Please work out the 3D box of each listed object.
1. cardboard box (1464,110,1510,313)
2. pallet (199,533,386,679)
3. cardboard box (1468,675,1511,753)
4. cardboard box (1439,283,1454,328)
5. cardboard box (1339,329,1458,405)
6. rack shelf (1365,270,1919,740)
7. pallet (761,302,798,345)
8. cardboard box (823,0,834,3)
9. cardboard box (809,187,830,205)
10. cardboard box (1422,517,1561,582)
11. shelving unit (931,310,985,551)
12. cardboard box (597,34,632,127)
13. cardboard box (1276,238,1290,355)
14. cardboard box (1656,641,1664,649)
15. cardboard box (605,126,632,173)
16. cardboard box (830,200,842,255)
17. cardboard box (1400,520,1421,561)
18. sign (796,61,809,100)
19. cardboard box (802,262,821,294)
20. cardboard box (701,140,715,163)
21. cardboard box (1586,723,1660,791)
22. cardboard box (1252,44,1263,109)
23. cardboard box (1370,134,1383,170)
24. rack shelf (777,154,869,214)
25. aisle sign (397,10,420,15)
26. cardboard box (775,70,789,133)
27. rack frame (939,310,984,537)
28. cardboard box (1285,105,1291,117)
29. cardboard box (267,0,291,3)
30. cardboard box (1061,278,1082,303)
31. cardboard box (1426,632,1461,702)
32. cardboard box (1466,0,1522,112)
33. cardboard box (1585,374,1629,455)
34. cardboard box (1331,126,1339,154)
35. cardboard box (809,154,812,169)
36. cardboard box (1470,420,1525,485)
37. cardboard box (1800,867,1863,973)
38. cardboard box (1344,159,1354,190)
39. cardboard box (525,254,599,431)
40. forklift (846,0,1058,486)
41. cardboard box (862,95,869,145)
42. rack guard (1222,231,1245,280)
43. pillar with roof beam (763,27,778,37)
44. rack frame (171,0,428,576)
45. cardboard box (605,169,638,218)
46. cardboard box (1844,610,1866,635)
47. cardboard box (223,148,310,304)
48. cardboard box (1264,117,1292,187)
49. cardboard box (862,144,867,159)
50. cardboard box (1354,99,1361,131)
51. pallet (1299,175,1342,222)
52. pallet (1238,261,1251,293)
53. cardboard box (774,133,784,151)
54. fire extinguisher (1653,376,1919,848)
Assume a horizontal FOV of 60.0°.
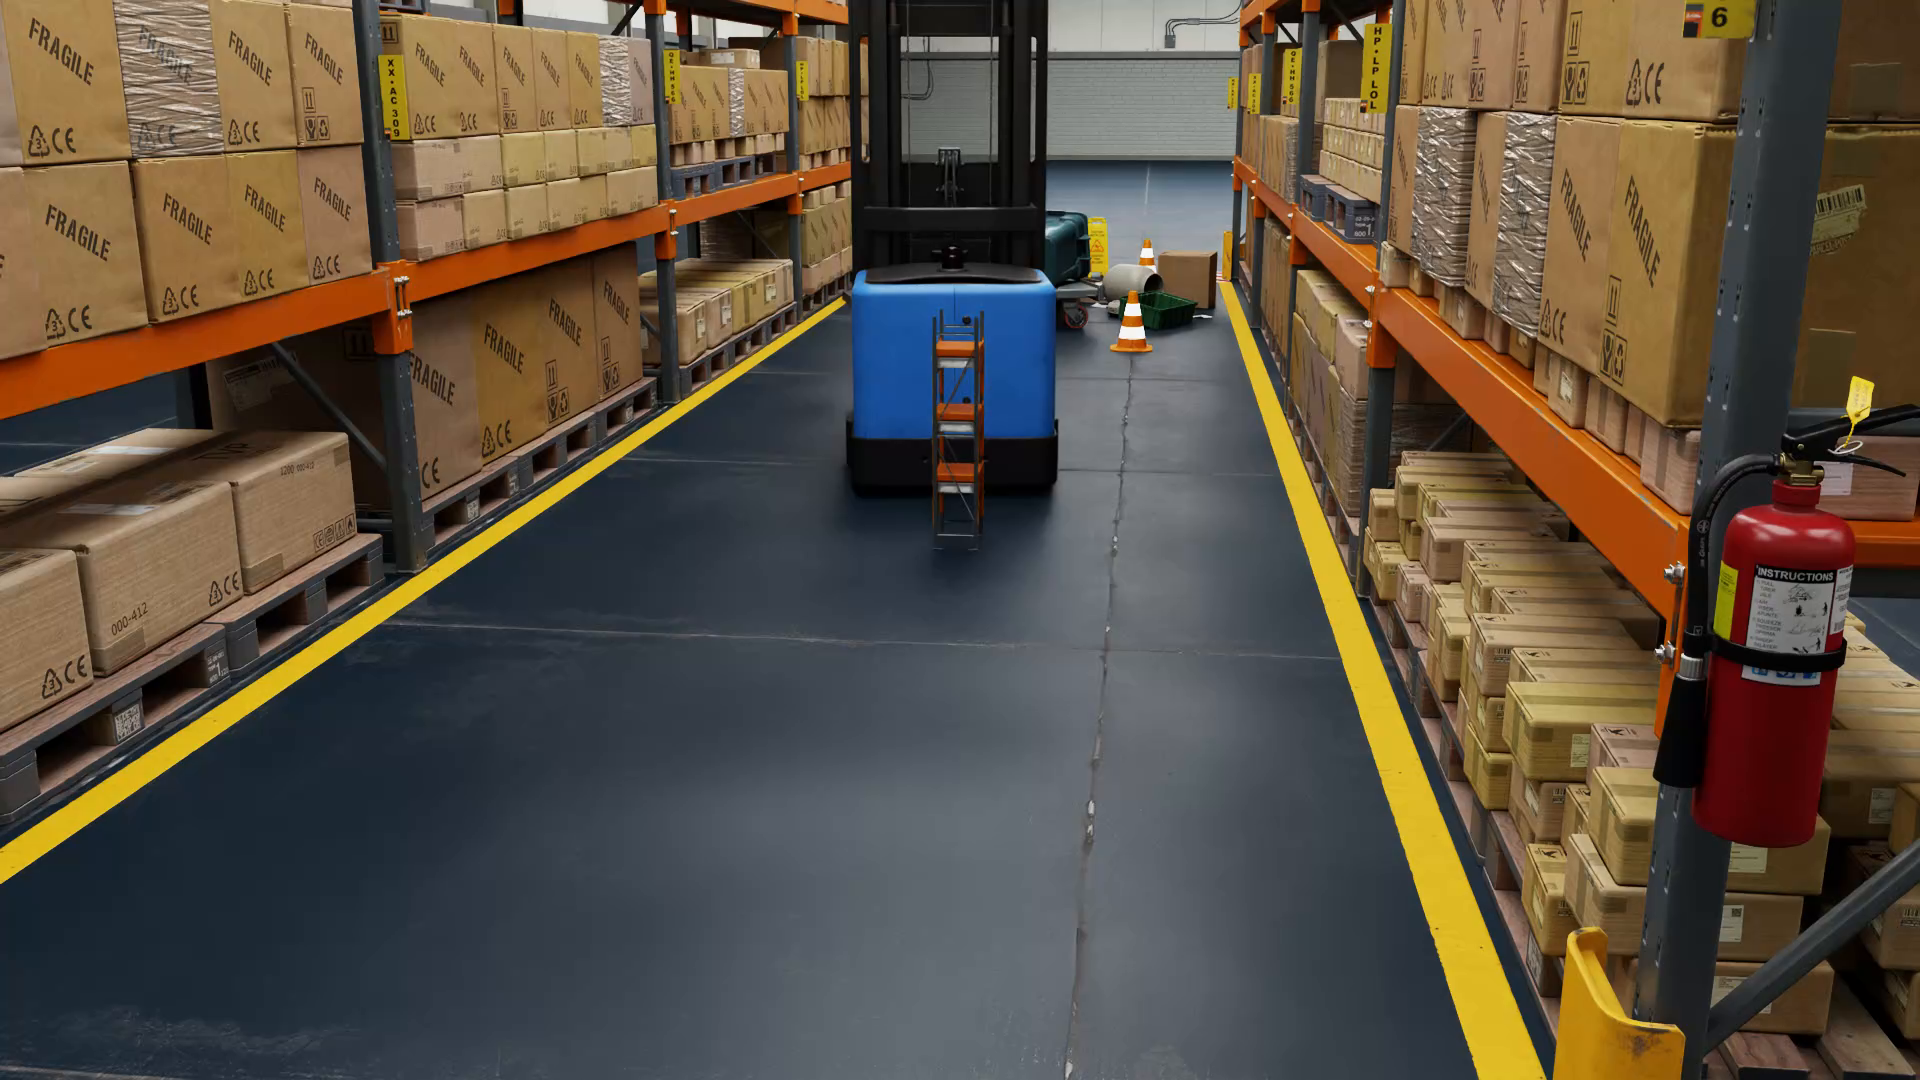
[{"bbox_3d":[1.643,-0.877,4.398,0.500,0.500,0.500,2,15,9],"label":"cardboard box"},{"bbox_3d":[-2.972,0.217,6.454,1.003,0.211,1.213,2,15,6],"label":"pallet"},{"bbox_3d":[1.549,0.448,4.345,0.380,0.149,0.250,2,15,7],"label":"cardboard box"},{"bbox_3d":[1.701,-0.745,5.154,0.380,0.149,0.250,2,15,7],"label":"cardboard box"},{"bbox_3d":[1.954,-0.763,7.285,0.500,0.250,0.500,1,15,5],"label":"cardboard box"},{"bbox_3d":[1.896,-0.338,4.545,1.077,0.370,4.000,2,15,6],"label":"rack shelf"},{"bbox_3d":[-1.992,-1.851,14.102,1.003,0.211,1.213,2,15,6],"label":"pallet"},{"bbox_3d":[-1.394,-5.131,15.625,0.380,0.149,0.250,1,15,5],"label":"cardboard box"},{"bbox_3d":[-1.441,-3.258,15.749,0.380,0.149,0.250,2,15,8],"label":"cardboard box"},{"bbox_3d":[1.691,0.034,5.307,0.380,0.149,0.250,2,15,7],"label":"cardboard box"},{"bbox_3d":[-0.006,-0.493,7.474,0.215,1.050,0.252,2,15,6],"label":"shelving unit"},{"bbox_3d":[-2.205,-2.617,9.487,0.500,0.500,0.500,2,15,7],"label":"cardboard box"},{"bbox_3d":[2.826,-1.741,11.858,1.050,0.750,0.750,2,15,7],"label":"cardboard box"},{"bbox_3d":[2.073,0.393,4.550,0.380,0.149,0.250,2,15,9],"label":"cardboard box"},{"bbox_3d":[-2.213,-2.264,9.618,0.500,0.250,0.500,1,15,5],"label":"cardboard box"},{"bbox_3d":[-1.462,-3.055,16.239,0.500,0.500,0.500,3,15,9],"label":"cardboard box"},{"bbox_3d":[1.823,-0.021,6.082,0.380,0.149,0.250,2,15,7],"label":"cardboard box"},{"bbox_3d":[-1.354,-3.942,14.276,0.100,0.325,0.005,2,15,6],"label":"sign"},{"bbox_3d":[-1.571,-2.419,15.325,0.500,0.250,0.500,1,15,4],"label":"cardboard box"},{"bbox_3d":[-1.942,-2.734,11.704,0.380,0.149,0.250,2,15,7],"label":"cardboard box"},{"bbox_3d":[1.563,0.511,3.542,0.380,0.149,0.250,2,15,7],"label":"cardboard box"},{"bbox_3d":[3.047,-4.114,14.772,0.875,0.550,0.550,2,15,6],"label":"cardboard box"},{"bbox_3d":[2.056,-1.742,7.465,0.380,0.149,0.250,1,15,4],"label":"cardboard box"},{"bbox_3d":[-1.680,-3.570,16.497,1.077,0.370,4.000,2,15,6],"label":"rack shelf"},{"bbox_3d":[-6.087,-5.845,18.550,0.394,0.787,0.004,2,15,6],"label":"aisle sign"},{"bbox_3d":[-1.730,-3.667,13.910,0.500,0.500,0.500,1,15,5],"label":"cardboard box"},{"bbox_3d":[0.008,-0.525,7.591,0.200,1.050,0.008,2,15,6],"label":"rack frame"},{"bbox_3d":[2.918,-3.548,12.928,0.700,0.500,0.500,1,15,5],"label":"cardboard box"},{"bbox_3d":[-2.665,-2.013,6.012,0.380,0.149,0.250,2,15,8],"label":"cardboard box"},{"bbox_3d":[0.766,-2.524,15.771,0.797,0.637,0.503,2,15,6],"label":"cardboard box"},{"bbox_3d":[1.655,0.392,5.123,0.380,0.149,0.250,1,15,5],"label":"cardboard box"},{"bbox_3d":[1.638,-1.371,4.309,0.500,0.500,0.500,1,15,4],"label":"cardboard box"},{"bbox_3d":[1.505,-0.267,3.385,0.380,0.149,0.250,2,15,6],"label":"cardboard box"},{"bbox_3d":[2.263,-2.208,9.186,0.380,0.149,0.250,1,15,5],"label":"cardboard box"},{"bbox_3d":[-1.575,-3.487,15.291,0.380,0.149,0.250,2,15,6],"label":"cardboard box"},{"bbox_3d":[2.468,-0.384,7.320,0.500,0.500,0.500,2,15,8],"label":"cardboard box"},{"bbox_3d":[1.995,0.810,3.577,0.380,0.149,0.250,2,15,6],"label":"cardboard box"},{"bbox_3d":[2.174,-1.869,8.505,0.380,0.149,0.250,2,15,7],"label":"cardboard box"},{"bbox_3d":[-2.622,-1.130,9.362,0.875,0.875,0.875,2,15,7],"label":"cardboard box"},{"bbox_3d":[-0.073,-2.019,9.513,1.130,2.935,3.031,0,15,-2],"label":"forklift"},{"bbox_3d":[-1.242,-4.479,17.719,0.500,0.500,0.500,1,15,5],"label":"cardboard box"},{"bbox_3d":[3.478,-3.116,18.228,1.175,0.500,0.348,2,15,6],"label":"rack guard"},{"bbox_3d":[-0.375,-13.421,40.057,9.100,9.000,0.400,2,15,6],"label":"pillar with roof beam"},{"bbox_3d":[-2.808,-1.324,6.811,1.000,3.000,0.127,2,15,6],"label":"rack frame"},{"bbox_3d":[-2.198,-2.017,9.662,0.500,0.250,0.500,2,15,7],"label":"cardboard box"},{"bbox_3d":[2.196,0.252,4.502,0.380,0.149,0.250,2,15,7],"label":"cardboard box"},{"bbox_3d":[-2.659,-1.111,5.831,0.500,0.500,0.500,1,15,5],"label":"cardboard box"},{"bbox_3d":[2.582,-2.938,12.591,0.500,0.500,0.500,2,15,6],"label":"cardboard box"},{"bbox_3d":[-1.202,-4.143,17.717,0.380,0.149,0.250,2,15,6],"label":"cardboard box"},{"bbox_3d":[2.150,-2.091,8.184,0.380,0.149,0.250,1,15,5],"label":"cardboard box"},{"bbox_3d":[2.598,-1.961,9.536,1.213,0.211,1.003,2,15,6],"label":"pallet"},{"bbox_3d":[3.463,-2.761,17.468,1.003,0.211,1.213,2,15,6],"label":"pallet"},{"bbox_3d":[-1.689,-3.339,13.939,0.380,0.149,0.250,2,15,7],"label":"cardboard box"},{"bbox_3d":[1.183,0.102,2.400,0.296,0.674,0.183,2,15,6],"label":"fire extinguisher"}]
